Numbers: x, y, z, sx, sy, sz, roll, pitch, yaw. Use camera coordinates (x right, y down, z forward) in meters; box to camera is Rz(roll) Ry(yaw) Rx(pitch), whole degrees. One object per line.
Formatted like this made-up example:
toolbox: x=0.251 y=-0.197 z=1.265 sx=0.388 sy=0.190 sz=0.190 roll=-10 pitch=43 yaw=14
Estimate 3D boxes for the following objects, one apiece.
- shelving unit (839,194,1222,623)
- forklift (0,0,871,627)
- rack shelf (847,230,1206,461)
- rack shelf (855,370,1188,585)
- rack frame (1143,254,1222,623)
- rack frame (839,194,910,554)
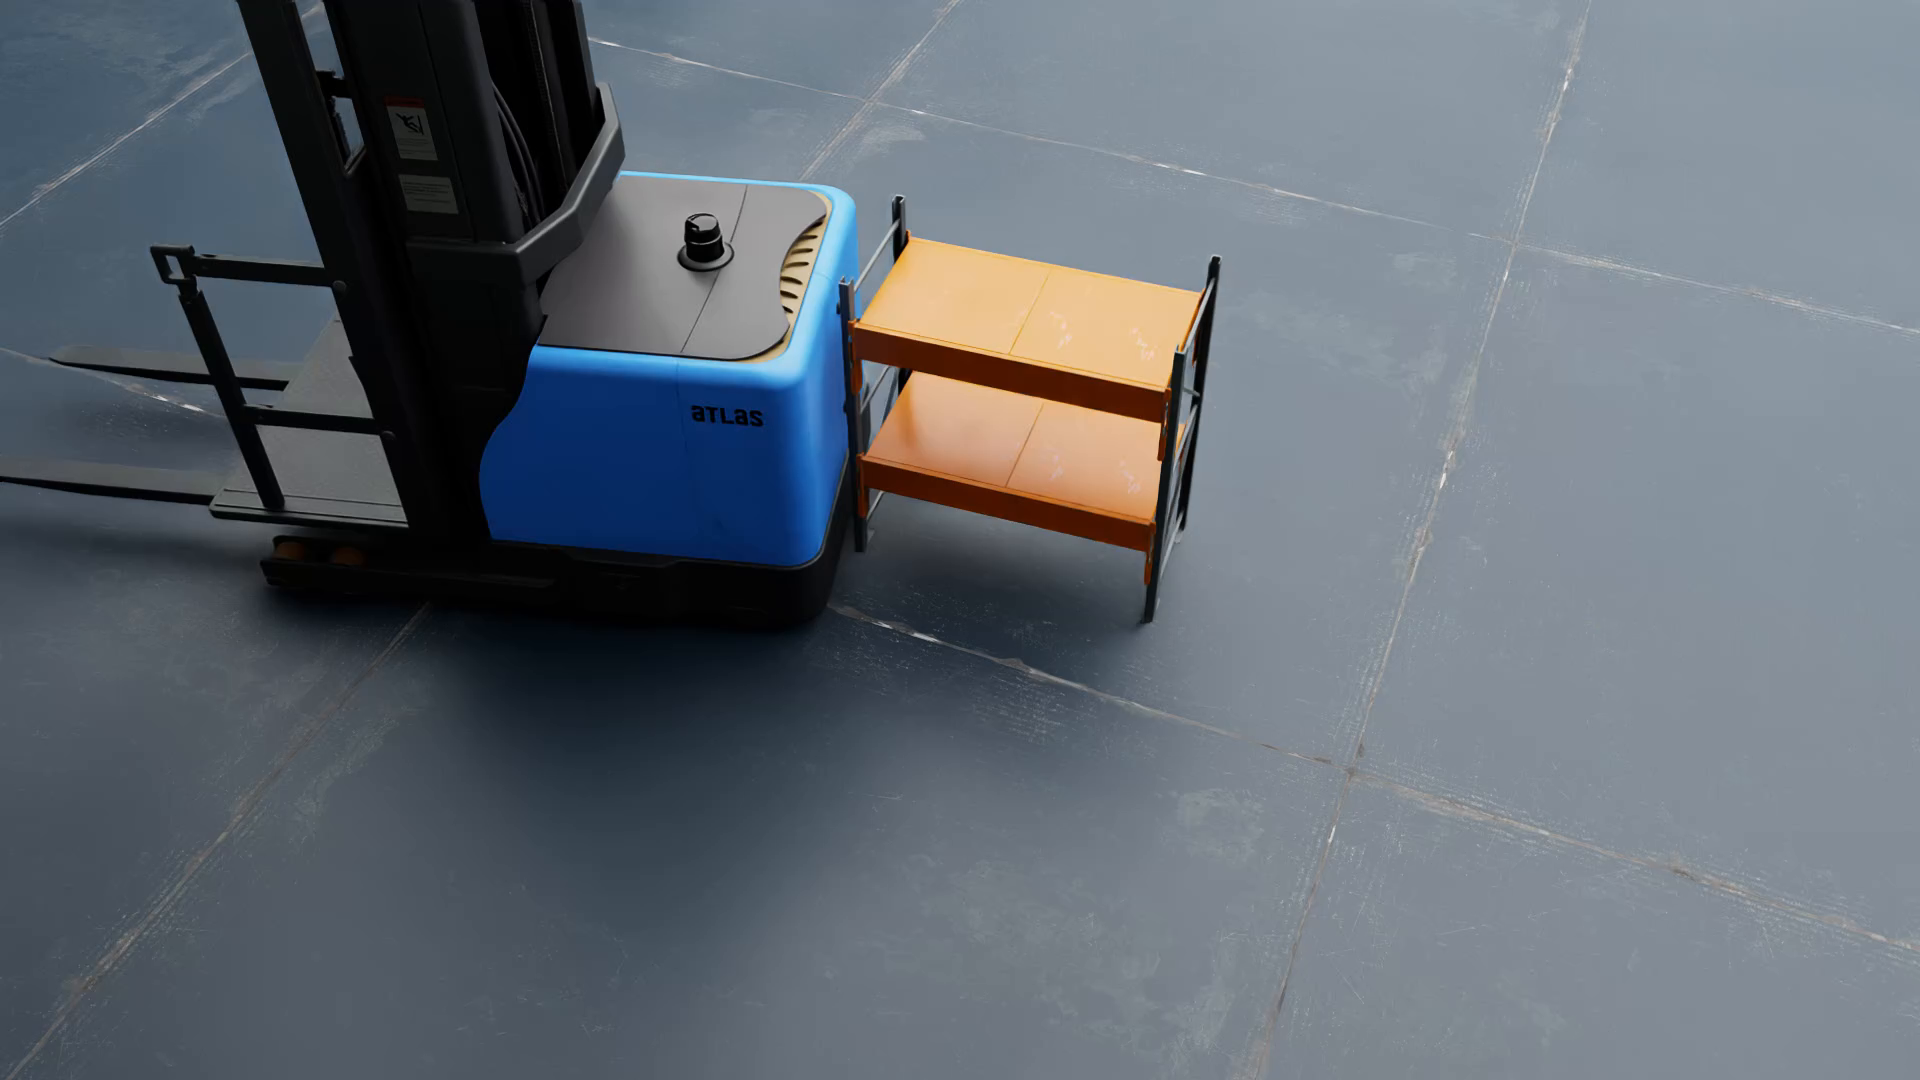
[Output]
shelving unit: x=0.216 y=-0.409 z=5.363 sx=1.048 sy=1.125 sz=0.538 roll=13 pitch=46 yaw=13
forklift: x=-1.880 y=-1.219 z=4.897 sx=3.031 sy=2.935 sz=1.130 roll=5 pitch=45 yaw=5
rack shelf: x=0.216 y=-0.616 z=5.157 sx=1.000 sy=0.278 sz=0.538 roll=13 pitch=46 yaw=13
rack shelf: x=0.216 y=-0.235 z=5.536 sx=1.000 sy=0.278 sz=0.538 roll=13 pitch=46 yaw=13
rack frame: x=0.698 y=-0.294 z=5.248 sx=0.032 sy=1.125 sz=0.500 roll=13 pitch=46 yaw=13
rack frame: x=-0.266 y=-0.523 z=5.478 sx=0.032 sy=1.125 sz=0.500 roll=13 pitch=46 yaw=13
